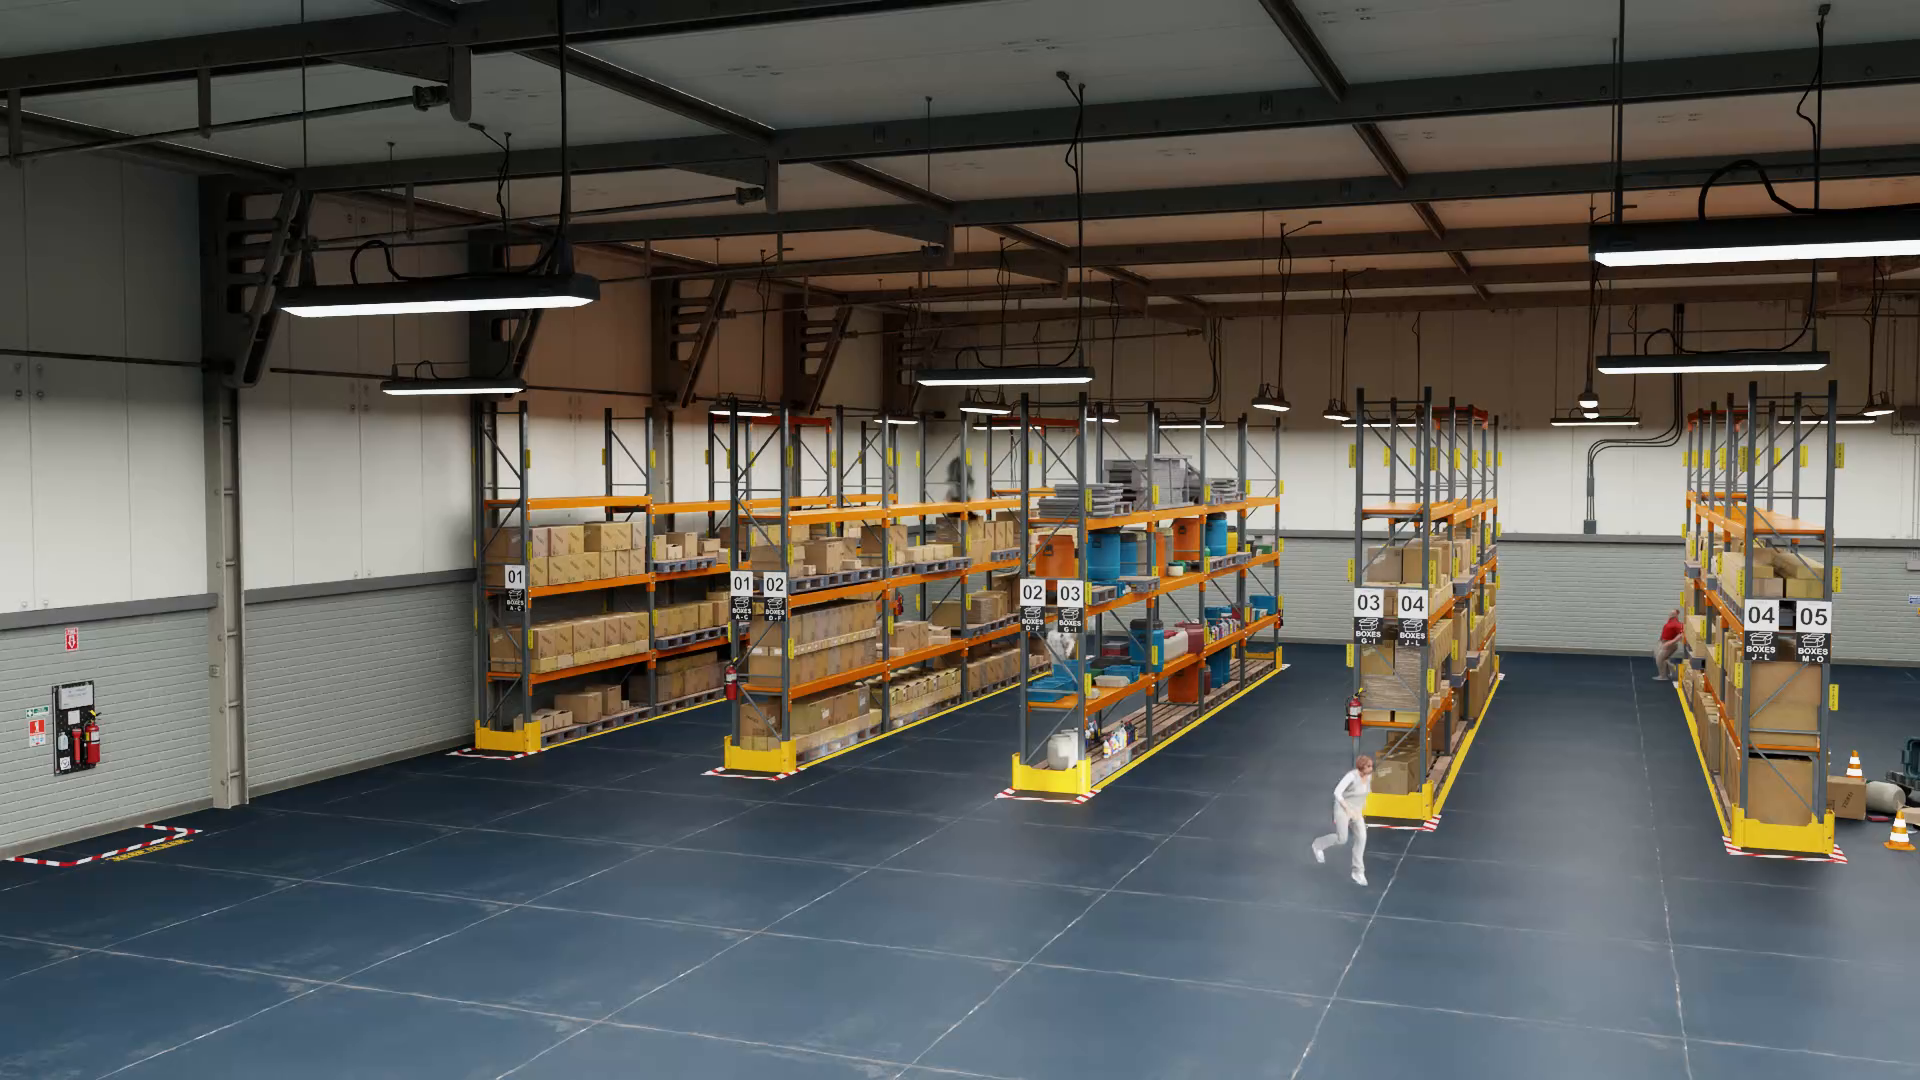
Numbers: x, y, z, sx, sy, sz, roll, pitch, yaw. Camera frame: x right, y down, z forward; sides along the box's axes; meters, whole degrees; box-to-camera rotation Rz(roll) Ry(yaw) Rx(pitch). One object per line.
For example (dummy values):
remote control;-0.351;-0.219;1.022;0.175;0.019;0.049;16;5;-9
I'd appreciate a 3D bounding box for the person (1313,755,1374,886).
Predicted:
person;4.582;3.288;19.886;0.559;1.549;0.896;-2;4;-38

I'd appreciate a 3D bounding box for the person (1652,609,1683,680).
person;15.926;2.358;37.418;0.543;1.641;0.705;0;3;7

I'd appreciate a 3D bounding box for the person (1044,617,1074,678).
person;2.067;2.459;35.303;0.605;1.659;0.538;1;3;21
